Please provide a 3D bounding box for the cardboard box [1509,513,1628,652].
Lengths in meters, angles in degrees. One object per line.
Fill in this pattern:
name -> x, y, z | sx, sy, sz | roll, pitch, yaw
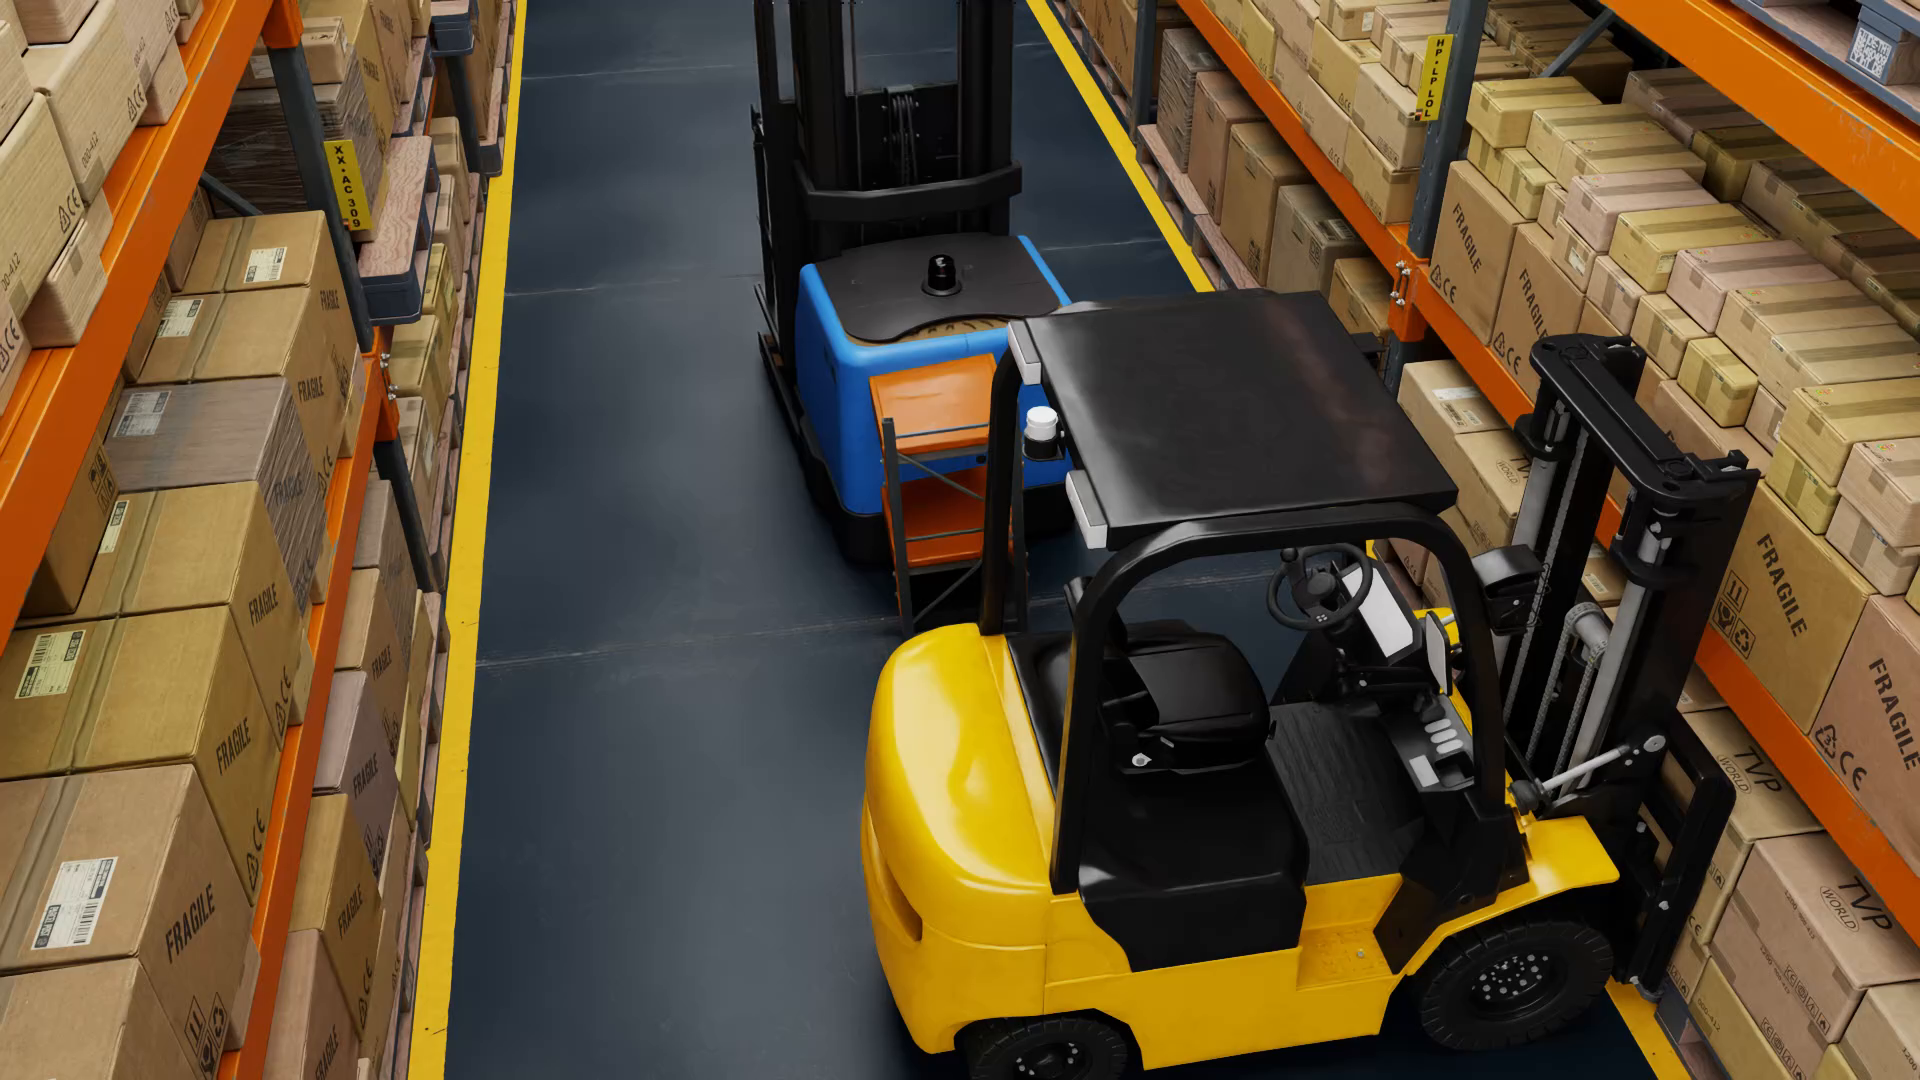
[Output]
cardboard box -> 2.228, 0.127, 5.725 | 0.500, 0.250, 0.500 | -5, 38, -6

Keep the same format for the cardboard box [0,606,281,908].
cardboard box -> -1.905, 0.526, 3.804 | 0.500, 0.500, 0.500 | -7, 38, -9

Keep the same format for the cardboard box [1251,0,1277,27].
cardboard box -> 1.685, -2.666, 7.952 | 0.500, 0.250, 0.500 | -6, 38, -7

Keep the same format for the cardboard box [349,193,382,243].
cardboard box -> -2.398, -1.231, 6.252 | 0.380, 0.149, 0.250 | -6, 38, -7

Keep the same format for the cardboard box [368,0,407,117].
cardboard box -> -2.574, -2.036, 6.760 | 0.500, 0.500, 0.500 | -6, 38, -8

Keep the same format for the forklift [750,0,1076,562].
forklift -> -0.381, -1.975, 7.403 | 1.130, 2.935, 3.031 | -10, 39, -13

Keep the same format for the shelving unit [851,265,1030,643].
shelving unit -> -0.083, -0.336, 6.739 | 0.538, 1.125, 1.048 | -8, 39, -5

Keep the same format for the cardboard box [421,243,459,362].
cardboard box -> -2.959, -1.095, 8.014 | 0.950, 0.372, 0.625 | -5, 38, -6

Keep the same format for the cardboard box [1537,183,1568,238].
cardboard box -> 2.191, -1.097, 5.607 | 0.380, 0.149, 0.250 | -6, 38, -8

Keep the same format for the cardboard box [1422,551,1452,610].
cardboard box -> 2.137, 0.220, 6.421 | 0.500, 0.250, 0.500 | -7, 38, -9

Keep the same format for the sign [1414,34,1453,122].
sign -> 1.742, -1.695, 6.107 | 0.100, 0.325, 0.005 | -6, 38, -8

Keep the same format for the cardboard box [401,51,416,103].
cardboard box -> -2.599, -2.022, 7.270 | 0.380, 0.149, 0.250 | -5, 38, -6

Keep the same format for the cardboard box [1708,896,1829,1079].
cardboard box -> 2.505, 1.241, 4.699 | 0.500, 0.250, 0.500 | -7, 38, -8

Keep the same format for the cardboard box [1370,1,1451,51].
cardboard box -> 1.941, -2.118, 6.922 | 0.380, 0.149, 0.250 | -6, 38, -8

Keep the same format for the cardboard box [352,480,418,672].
cardboard box -> -2.244, 0.155, 5.893 | 0.500, 0.500, 0.500 | -7, 38, -9

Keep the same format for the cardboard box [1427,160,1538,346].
cardboard box -> 2.095, -1.076, 6.109 | 0.500, 0.500, 0.500 | -7, 38, -9

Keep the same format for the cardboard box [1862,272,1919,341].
cardboard box -> 2.834, -0.652, 4.792 | 0.380, 0.149, 0.250 | -5, 38, -7

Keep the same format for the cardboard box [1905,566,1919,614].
cardboard box -> 2.547, 0.143, 4.011 | 0.380, 0.149, 0.250 | -6, 38, -8

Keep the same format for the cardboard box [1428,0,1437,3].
cardboard box -> 2.280, -2.421, 7.636 | 0.500, 0.250, 0.500 | -7, 38, -9

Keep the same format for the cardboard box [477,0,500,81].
cardboard box -> -3.505, -3.505, 10.706 | 0.875, 0.875, 0.875 | -6, 38, -7

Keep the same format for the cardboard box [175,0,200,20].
cardboard box -> -2.180, -1.497, 4.167 | 0.500, 0.250, 0.500 | -7, 38, -9

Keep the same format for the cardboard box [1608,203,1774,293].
cardboard box -> 2.242, -0.900, 5.111 | 0.380, 0.149, 0.250 | -7, 38, -9

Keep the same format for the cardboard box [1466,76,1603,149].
cardboard box -> 2.038, -1.522, 5.911 | 0.380, 0.149, 0.250 | -5, 38, -7

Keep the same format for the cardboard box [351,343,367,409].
cardboard box -> -2.256, -0.536, 5.700 | 0.380, 0.149, 0.250 | -7, 38, -8

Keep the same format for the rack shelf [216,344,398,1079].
rack shelf -> -2.261, 0.695, 4.496 | 1.077, 0.370, 4.000 | -6, 38, -8

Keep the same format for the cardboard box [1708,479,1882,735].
cardboard box -> 2.459, 0.151, 4.530 | 0.500, 0.500, 0.500 | -7, 38, -9

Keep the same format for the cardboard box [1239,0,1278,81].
cardboard box -> 1.680, -2.467, 8.103 | 0.500, 0.250, 0.500 | -5, 38, -6

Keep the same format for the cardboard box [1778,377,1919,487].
cardboard box -> 2.383, -0.284, 4.318 | 0.380, 0.149, 0.250 | -6, 38, -7

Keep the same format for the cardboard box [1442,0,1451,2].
cardboard box -> 2.320, -2.335, 7.200 | 0.380, 0.149, 0.250 | -7, 38, -8

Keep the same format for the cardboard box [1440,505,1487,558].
cardboard box -> 2.145, 0.019, 6.272 | 0.500, 0.250, 0.500 | -6, 38, -8

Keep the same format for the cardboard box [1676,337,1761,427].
cardboard box -> 2.322, -0.472, 4.802 | 0.380, 0.149, 0.250 | -7, 38, -9

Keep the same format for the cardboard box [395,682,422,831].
cardboard box -> -2.141, 0.772, 5.710 | 0.500, 0.250, 0.500 | -7, 38, -9

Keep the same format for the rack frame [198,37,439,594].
rack frame -> -2.612, -0.797, 5.831 | 1.000, 3.000, 0.127 | -6, 38, -8

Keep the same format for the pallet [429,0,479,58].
pallet -> -3.084, -2.718, 8.460 | 1.213, 0.211, 1.003 | -6, 38, -8

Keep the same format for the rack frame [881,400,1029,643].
rack frame -> -0.003, -0.025, 6.345 | 0.500, 1.125, 0.032 | -8, 39, -5

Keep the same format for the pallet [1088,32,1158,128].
pallet -> 1.479, -3.103, 11.072 | 1.003, 0.211, 1.213 | -6, 38, -8

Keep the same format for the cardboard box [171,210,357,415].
cardboard box -> -2.289, -0.712, 5.398 | 0.500, 0.500, 0.500 | -7, 38, -9

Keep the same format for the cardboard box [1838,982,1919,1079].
cardboard box -> 2.588, 1.364, 4.134 | 0.500, 0.250, 0.500 | -5, 38, -6

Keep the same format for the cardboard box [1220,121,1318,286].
cardboard box -> 1.909, -1.798, 8.713 | 0.875, 0.625, 0.625 | -8, 39, -10

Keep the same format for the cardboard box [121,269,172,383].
cardboard box -> -2.680, -0.749, 4.630 | 0.700, 0.500, 0.500 | -6, 38, -8

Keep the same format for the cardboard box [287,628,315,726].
cardboard box -> -1.978, 0.386, 4.513 | 0.380, 0.149, 0.250 | -6, 38, -8

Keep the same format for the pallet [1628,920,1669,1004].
pallet -> 2.590, 0.991, 5.802 | 1.003, 0.211, 1.213 | -6, 38, -8

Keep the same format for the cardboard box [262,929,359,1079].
cardboard box -> -1.881, 1.396, 4.295 | 0.500, 0.500, 0.500 | -8, 38, -10

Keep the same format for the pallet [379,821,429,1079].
pallet -> -2.242, 1.445, 5.218 | 1.003, 0.211, 1.213 | -6, 38, -8

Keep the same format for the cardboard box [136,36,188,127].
cardboard box -> -2.090, -1.101, 3.982 | 0.380, 0.149, 0.250 | -5, 38, -7

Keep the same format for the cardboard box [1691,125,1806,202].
cardboard box -> 2.690, -1.271, 5.589 | 0.380, 0.149, 0.250 | -7, 38, -8

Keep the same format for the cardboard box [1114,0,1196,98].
cardboard box -> 1.287, -3.160, 10.568 | 0.500, 0.500, 0.500 | -5, 38, -7

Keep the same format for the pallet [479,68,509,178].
pallet -> -3.377, -2.596, 10.419 | 1.003, 0.211, 1.213 | -6, 38, -8

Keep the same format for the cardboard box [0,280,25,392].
cardboard box -> -1.815, -0.261, 2.576 | 0.500, 0.250, 0.500 | -7, 38, -9
